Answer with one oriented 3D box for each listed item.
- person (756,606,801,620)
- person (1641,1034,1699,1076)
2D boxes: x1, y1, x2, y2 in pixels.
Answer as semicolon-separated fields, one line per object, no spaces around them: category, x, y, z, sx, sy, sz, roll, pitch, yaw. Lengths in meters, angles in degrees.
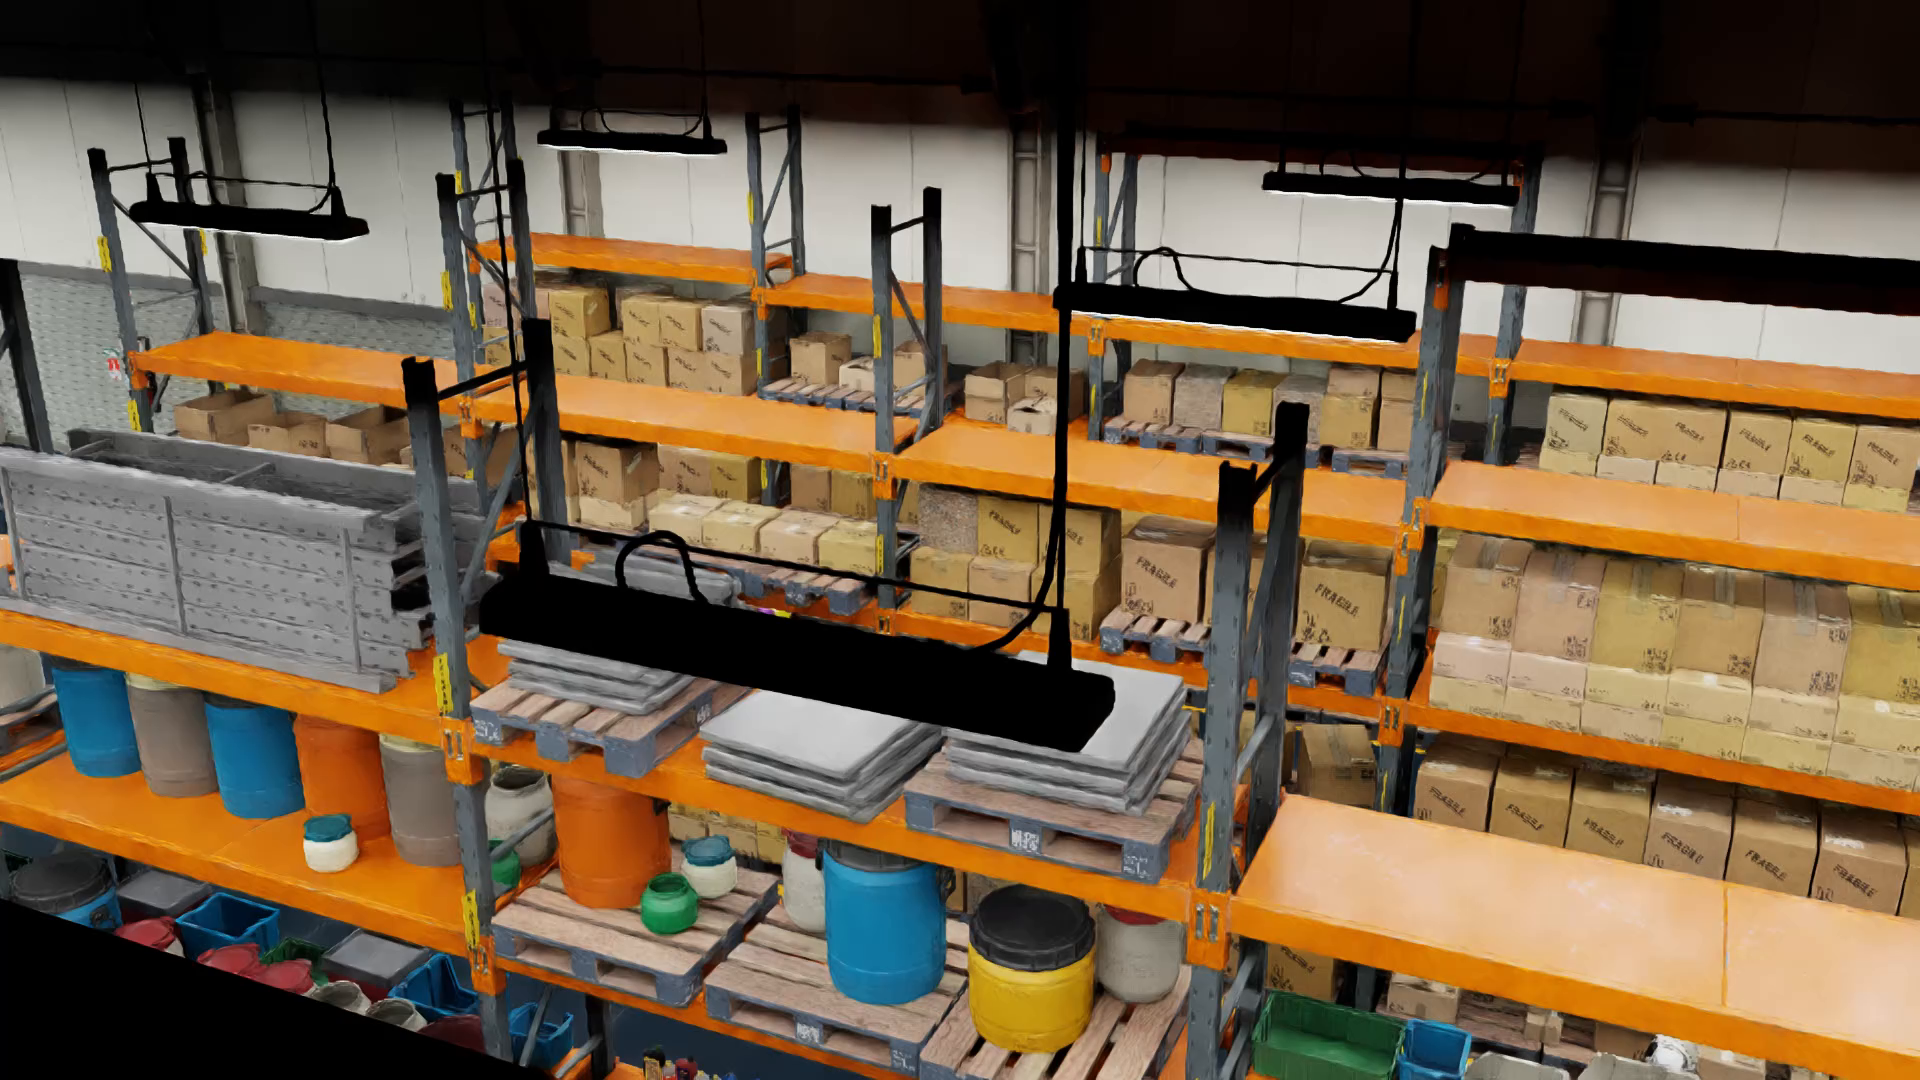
person;-1.896;1.130;17.278;0.578;1.714;0.719;9;22;22
person;4.541;3.632;10.677;0.999;1.626;0.461;8;22;21
